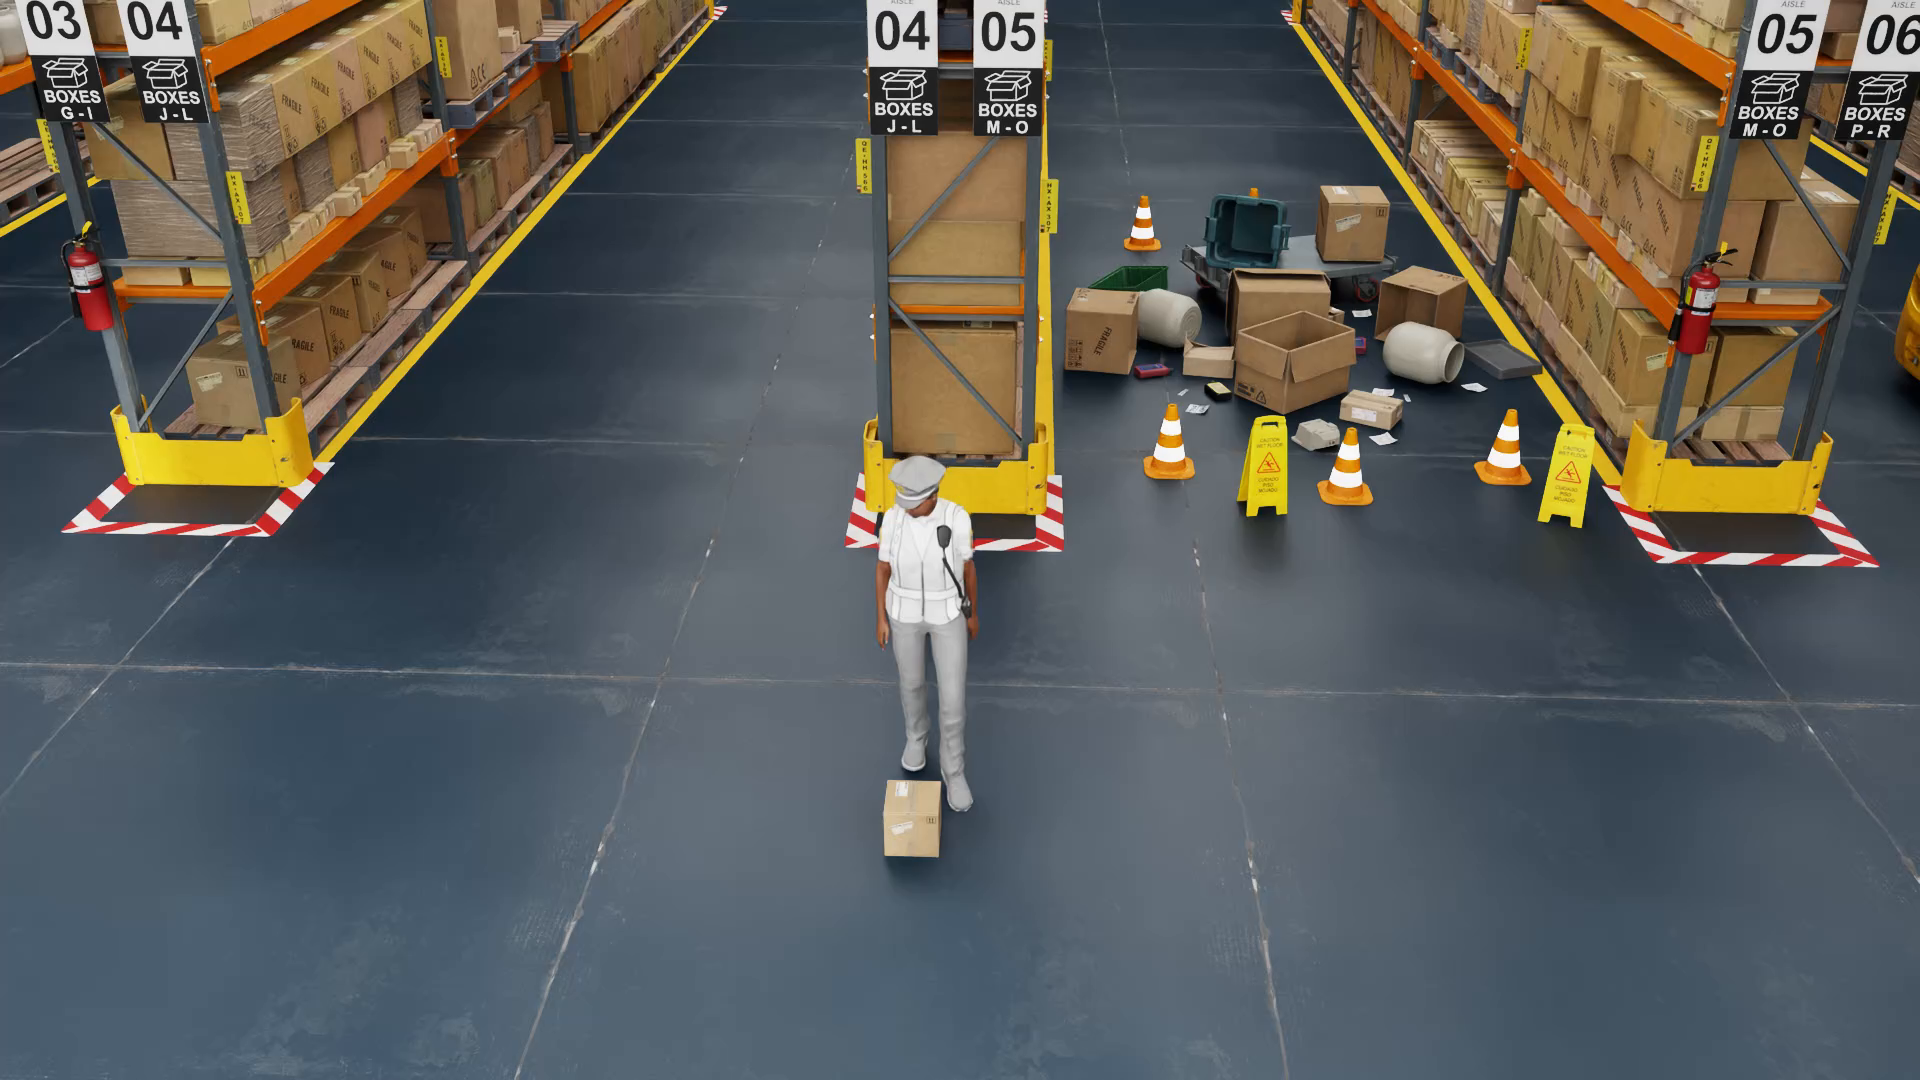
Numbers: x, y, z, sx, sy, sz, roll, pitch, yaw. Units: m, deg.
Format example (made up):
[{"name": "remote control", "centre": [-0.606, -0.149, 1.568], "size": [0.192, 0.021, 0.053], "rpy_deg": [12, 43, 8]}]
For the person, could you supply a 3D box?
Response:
[{"name": "person", "centre": [-0.163, 0.431, 7.818], "size": [0.501, 1.690, 0.544], "rpy_deg": [3, 28, 6]}]
